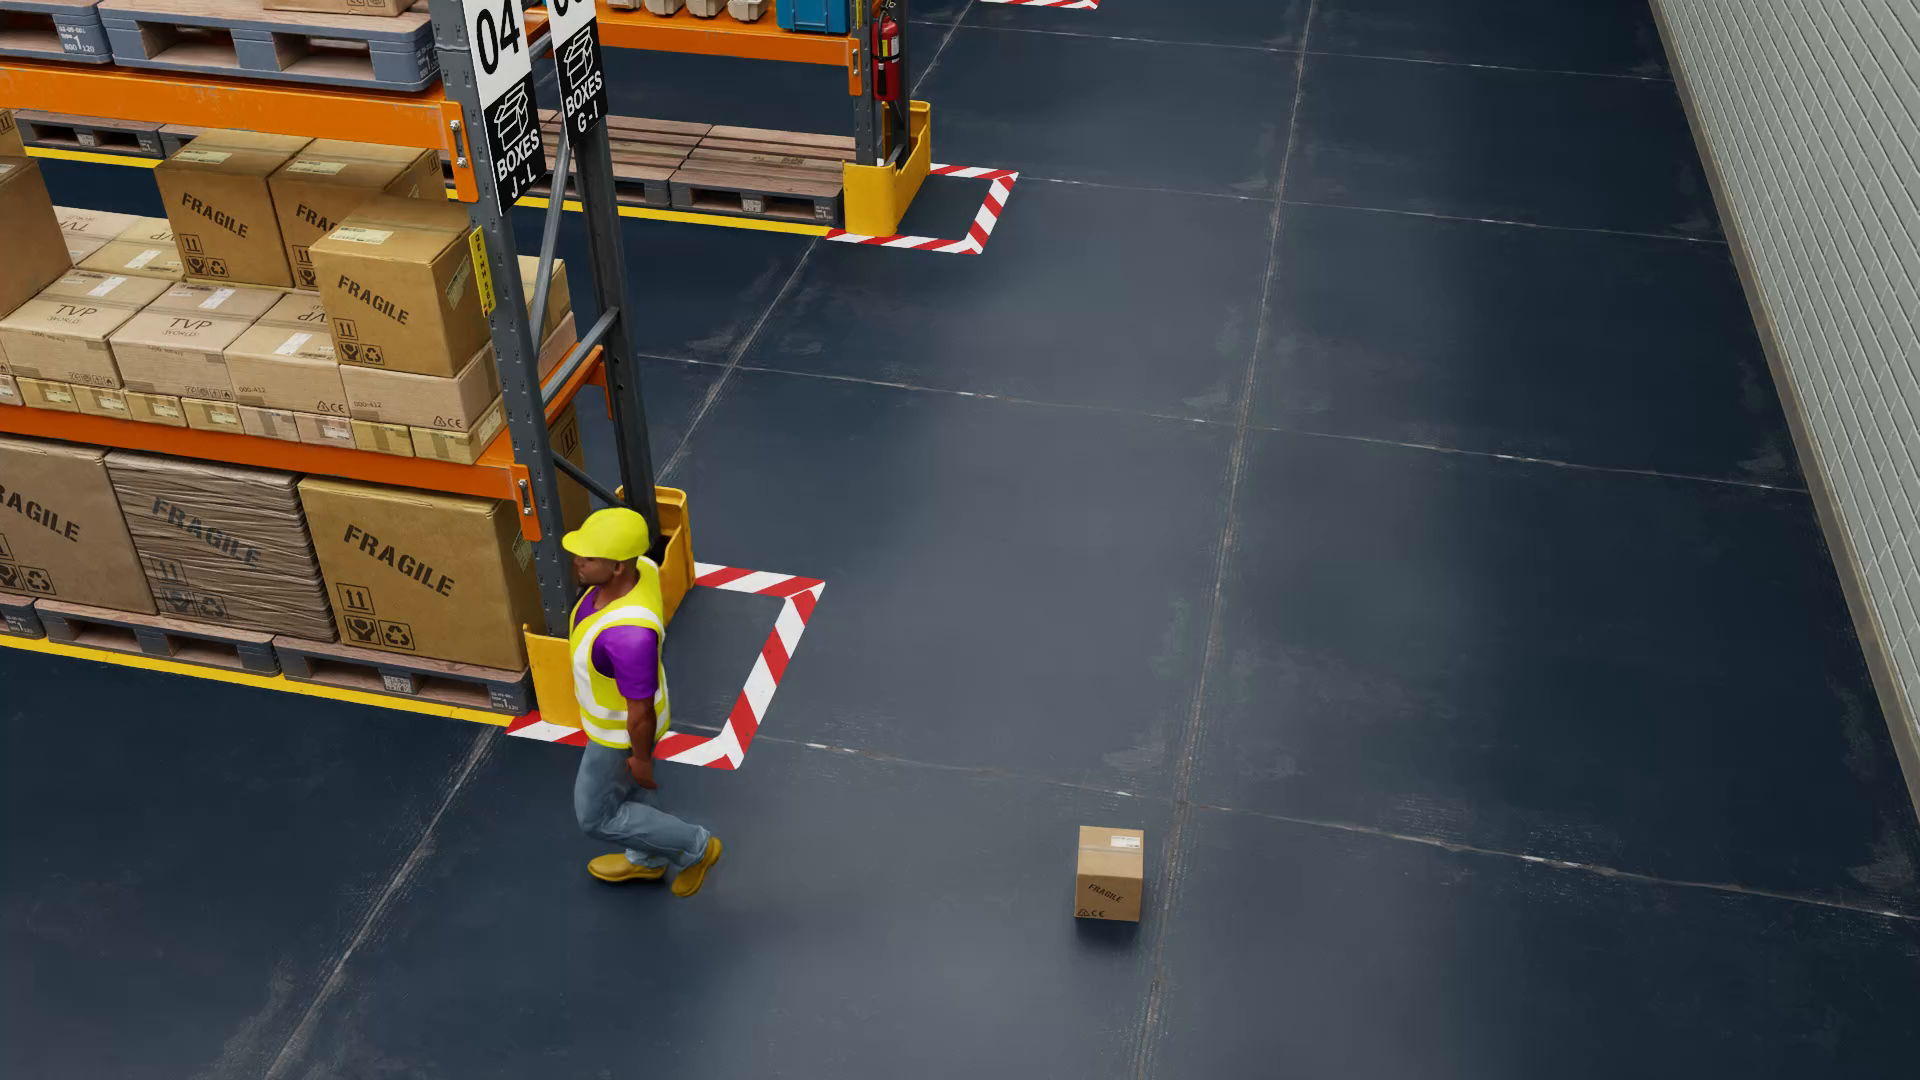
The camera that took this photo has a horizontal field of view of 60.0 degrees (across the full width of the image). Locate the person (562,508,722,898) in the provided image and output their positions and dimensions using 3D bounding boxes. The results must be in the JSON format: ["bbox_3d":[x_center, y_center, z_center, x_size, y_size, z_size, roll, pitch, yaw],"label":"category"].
[{"bbox_3d":[-1.196,0.628,6.056,0.535,1.755,0.570,-6,37,-8],"label":"person"}]
